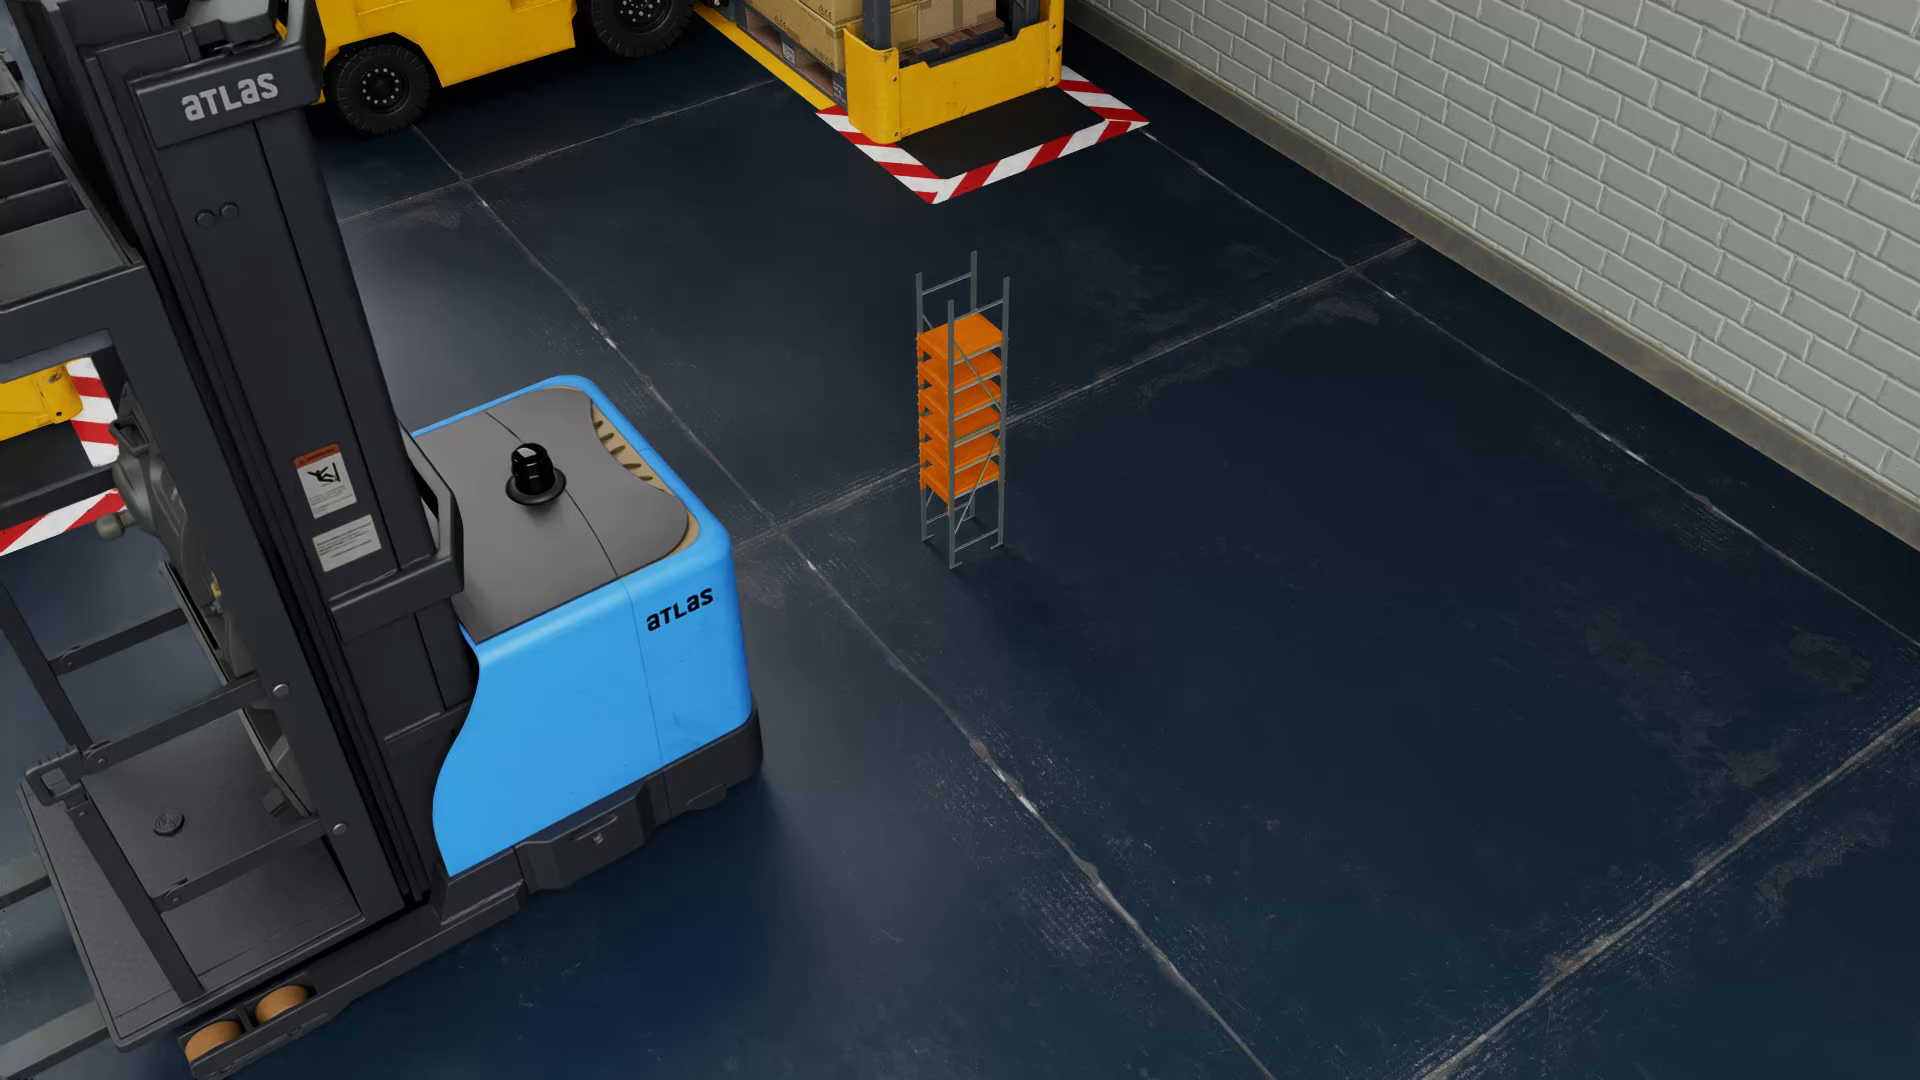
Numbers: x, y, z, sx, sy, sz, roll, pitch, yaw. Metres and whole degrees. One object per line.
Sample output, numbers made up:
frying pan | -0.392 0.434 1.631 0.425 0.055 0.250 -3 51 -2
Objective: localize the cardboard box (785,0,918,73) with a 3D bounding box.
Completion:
cardboard box | -0.560 -2.689 8.581 0.500 0.250 0.500 -25 49 -24

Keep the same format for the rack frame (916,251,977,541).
rack frame | -0.044 -0.478 5.881 0.240 1.200 0.006 -26 49 -24

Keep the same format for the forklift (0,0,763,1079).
forklift | -2.133 0.032 4.094 3.031 2.935 1.130 -26 50 -25

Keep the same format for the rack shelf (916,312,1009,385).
rack shelf | 0.008 -0.654 5.609 0.258 0.103 0.180 -26 49 -24

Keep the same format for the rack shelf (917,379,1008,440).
rack shelf | 0.008 -0.480 5.775 0.258 0.103 0.180 -26 49 -24

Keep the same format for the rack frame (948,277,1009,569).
rack frame | 0.061 -0.374 5.773 0.240 1.200 0.006 -26 49 -24

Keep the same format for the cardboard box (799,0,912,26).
cardboard box | -0.567 -2.880 8.420 0.500 0.250 0.500 -26 50 -25

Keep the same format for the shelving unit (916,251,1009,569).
shelving unit | 0.008 -0.426 5.827 0.258 1.200 0.189 -26 49 -24

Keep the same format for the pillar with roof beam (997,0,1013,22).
pillar with roof beam | -3.222 -4.610 4.562 9.100 9.000 0.400 -26 49 -24

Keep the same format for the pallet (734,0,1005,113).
pallet | -0.504 -2.798 9.028 1.003 0.211 1.213 -26 49 -24

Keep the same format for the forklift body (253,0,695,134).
forklift body | -2.613 -3.436 8.292 2.313 2.155 1.214 -26 49 -24

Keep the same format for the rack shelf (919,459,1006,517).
rack shelf | 0.008 -0.220 6.024 0.258 0.103 0.180 -26 49 -24

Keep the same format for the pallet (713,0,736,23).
pallet | -1.198 -3.488 9.751 1.003 0.211 1.213 -26 49 -24

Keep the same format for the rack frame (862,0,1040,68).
rack frame | -0.032 -3.390 7.629 1.000 3.000 0.127 -26 49 -24

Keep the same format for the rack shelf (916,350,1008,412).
rack shelf | 0.008 -0.567 5.692 0.258 0.103 0.180 -26 49 -24

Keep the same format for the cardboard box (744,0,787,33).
cardboard box | -0.837 -2.974 8.880 0.500 0.250 0.500 -26 49 -24

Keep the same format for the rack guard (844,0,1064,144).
rack guard | -0.018 -2.472 8.478 1.175 0.500 0.348 -26 49 -24

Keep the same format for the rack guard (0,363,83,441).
rack guard | -4.145 -0.566 6.481 1.175 0.500 0.348 -26 49 -24

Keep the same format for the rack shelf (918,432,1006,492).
rack shelf | 0.008 -0.307 5.941 0.258 0.103 0.180 -26 49 -24

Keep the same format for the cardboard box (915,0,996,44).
cardboard box | -0.153 -2.903 8.806 0.500 0.250 0.500 -26 49 -24

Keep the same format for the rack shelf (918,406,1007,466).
rack shelf | 0.008 -0.394 5.858 0.258 0.103 0.180 -26 49 -24
